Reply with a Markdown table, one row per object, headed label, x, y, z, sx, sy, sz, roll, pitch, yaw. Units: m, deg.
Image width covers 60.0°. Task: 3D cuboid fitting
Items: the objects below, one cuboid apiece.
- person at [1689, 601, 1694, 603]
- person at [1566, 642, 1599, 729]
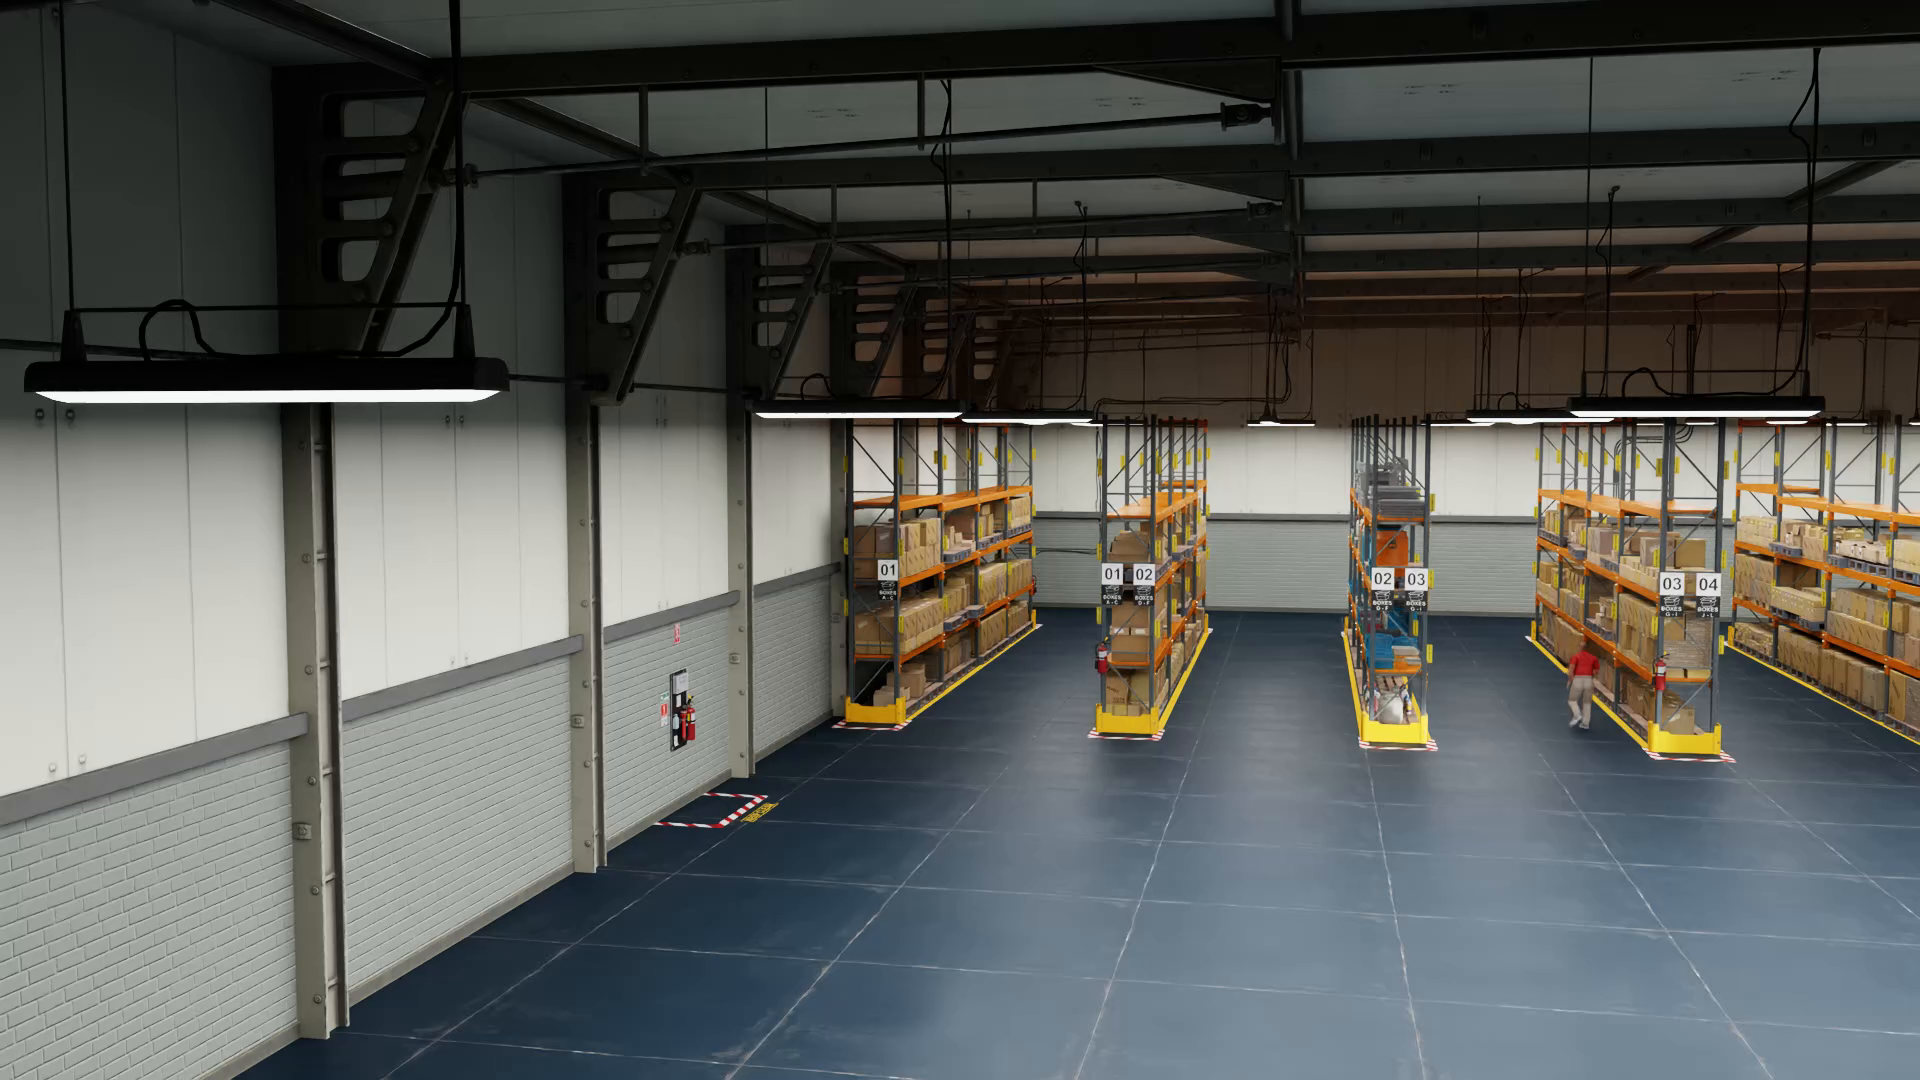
| label | x | y | z | sx | sy | sz | roll | pitch | yaw |
| --- | --- | --- | --- | --- | --- | --- | --- | --- | --- |
| person | 20.652 | 1.805 | 47.289 | 0.590 | 1.505 | 0.787 | 2 | 4 | 24 |
| person | 11.999 | 2.828 | 32.050 | 0.616 | 1.530 | 0.779 | 1 | 4 | 13 |
